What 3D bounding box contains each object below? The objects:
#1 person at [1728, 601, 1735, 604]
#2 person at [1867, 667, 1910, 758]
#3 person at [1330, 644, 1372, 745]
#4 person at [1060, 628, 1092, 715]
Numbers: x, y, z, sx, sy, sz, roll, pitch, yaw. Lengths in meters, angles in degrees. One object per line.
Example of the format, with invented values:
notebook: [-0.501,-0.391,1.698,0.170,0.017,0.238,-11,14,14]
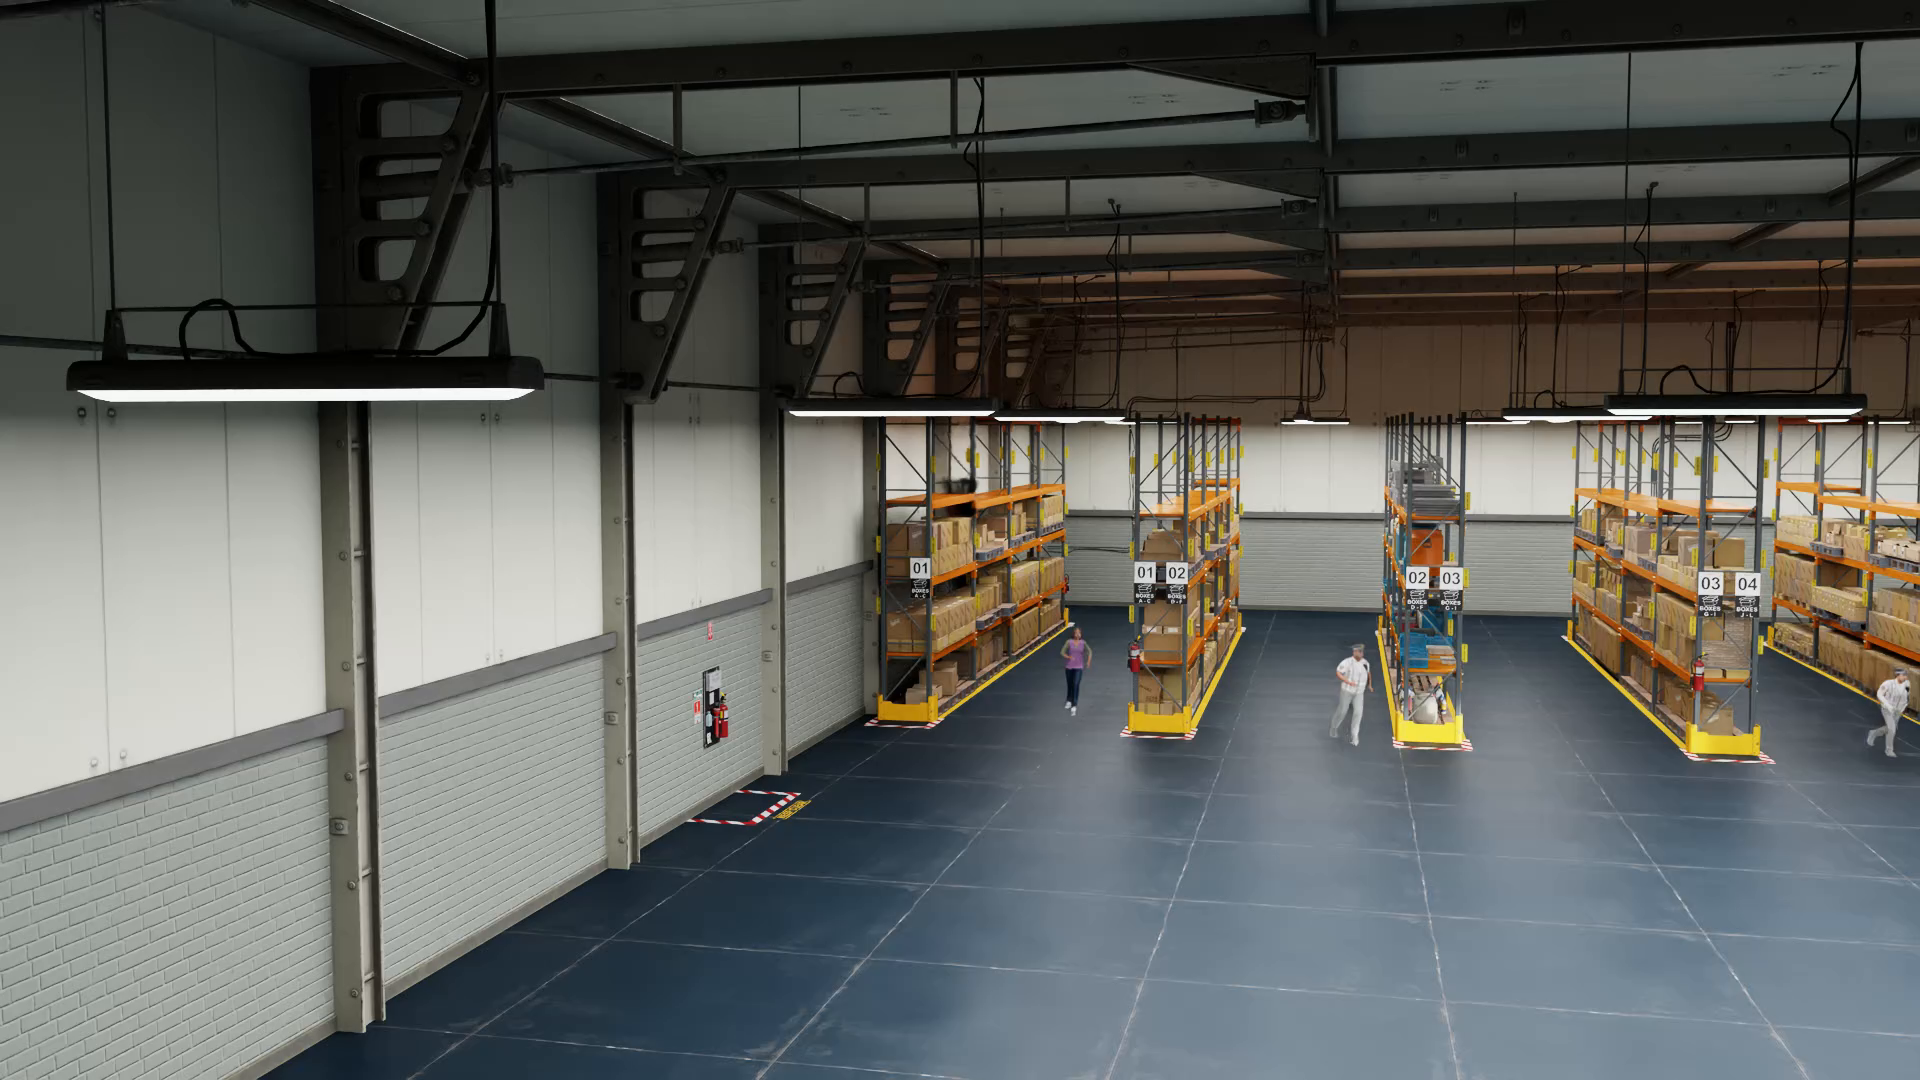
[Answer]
person: [20.070,1.892,44.128,0.556,1.723,0.945,-3,5,-40]
person: [16.275,2.975,29.116,0.604,1.611,0.862,0,4,-5]
person: [7.219,2.784,30.402,0.727,1.790,0.865,-1,4,-10]
person: [2.220,2.511,31.932,0.600,1.612,0.729,0,4,6]
